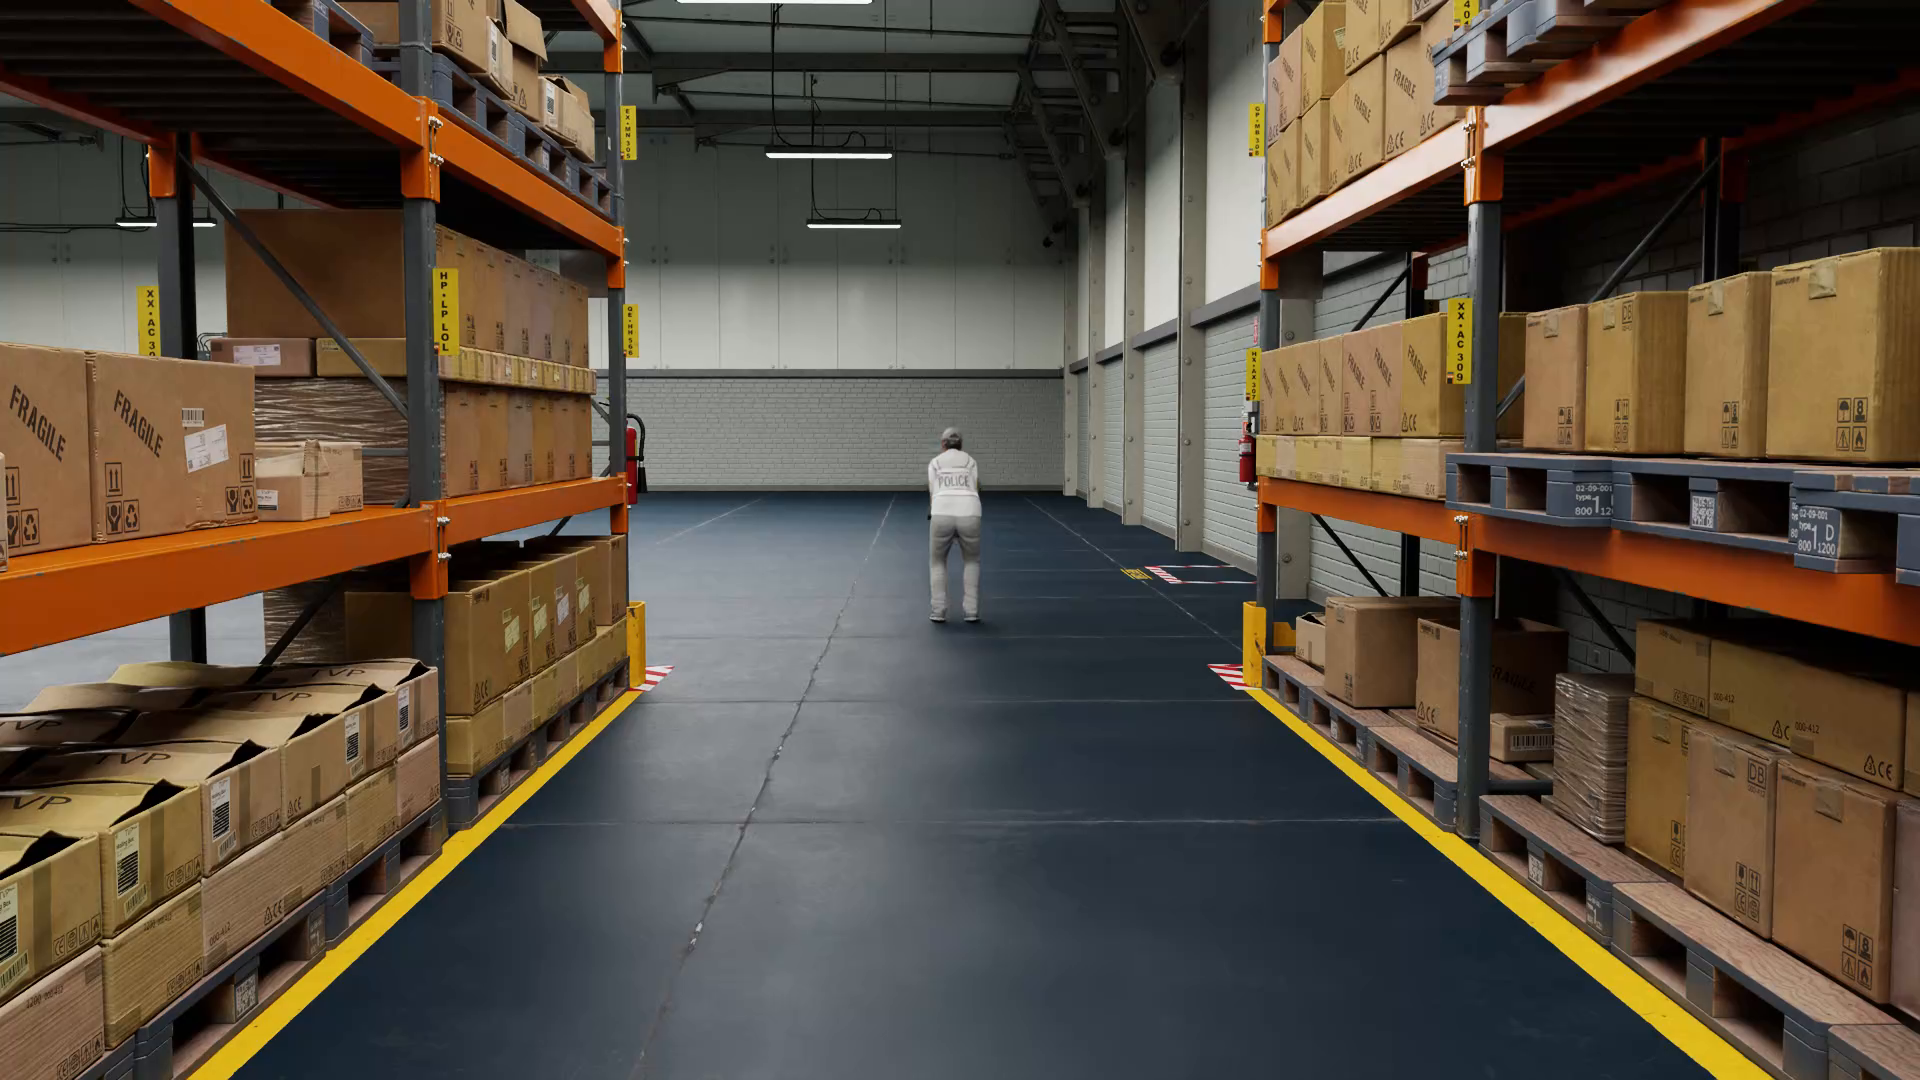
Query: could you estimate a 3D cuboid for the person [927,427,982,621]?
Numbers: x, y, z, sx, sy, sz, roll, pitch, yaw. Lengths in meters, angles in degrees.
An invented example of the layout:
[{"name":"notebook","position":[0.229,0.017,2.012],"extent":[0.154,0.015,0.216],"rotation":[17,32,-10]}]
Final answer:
[{"name":"person","position":[-0.050,-0.133,13.856],"extent":[0.452,1.621,0.597],"rotation":[0,4,-2]}]
